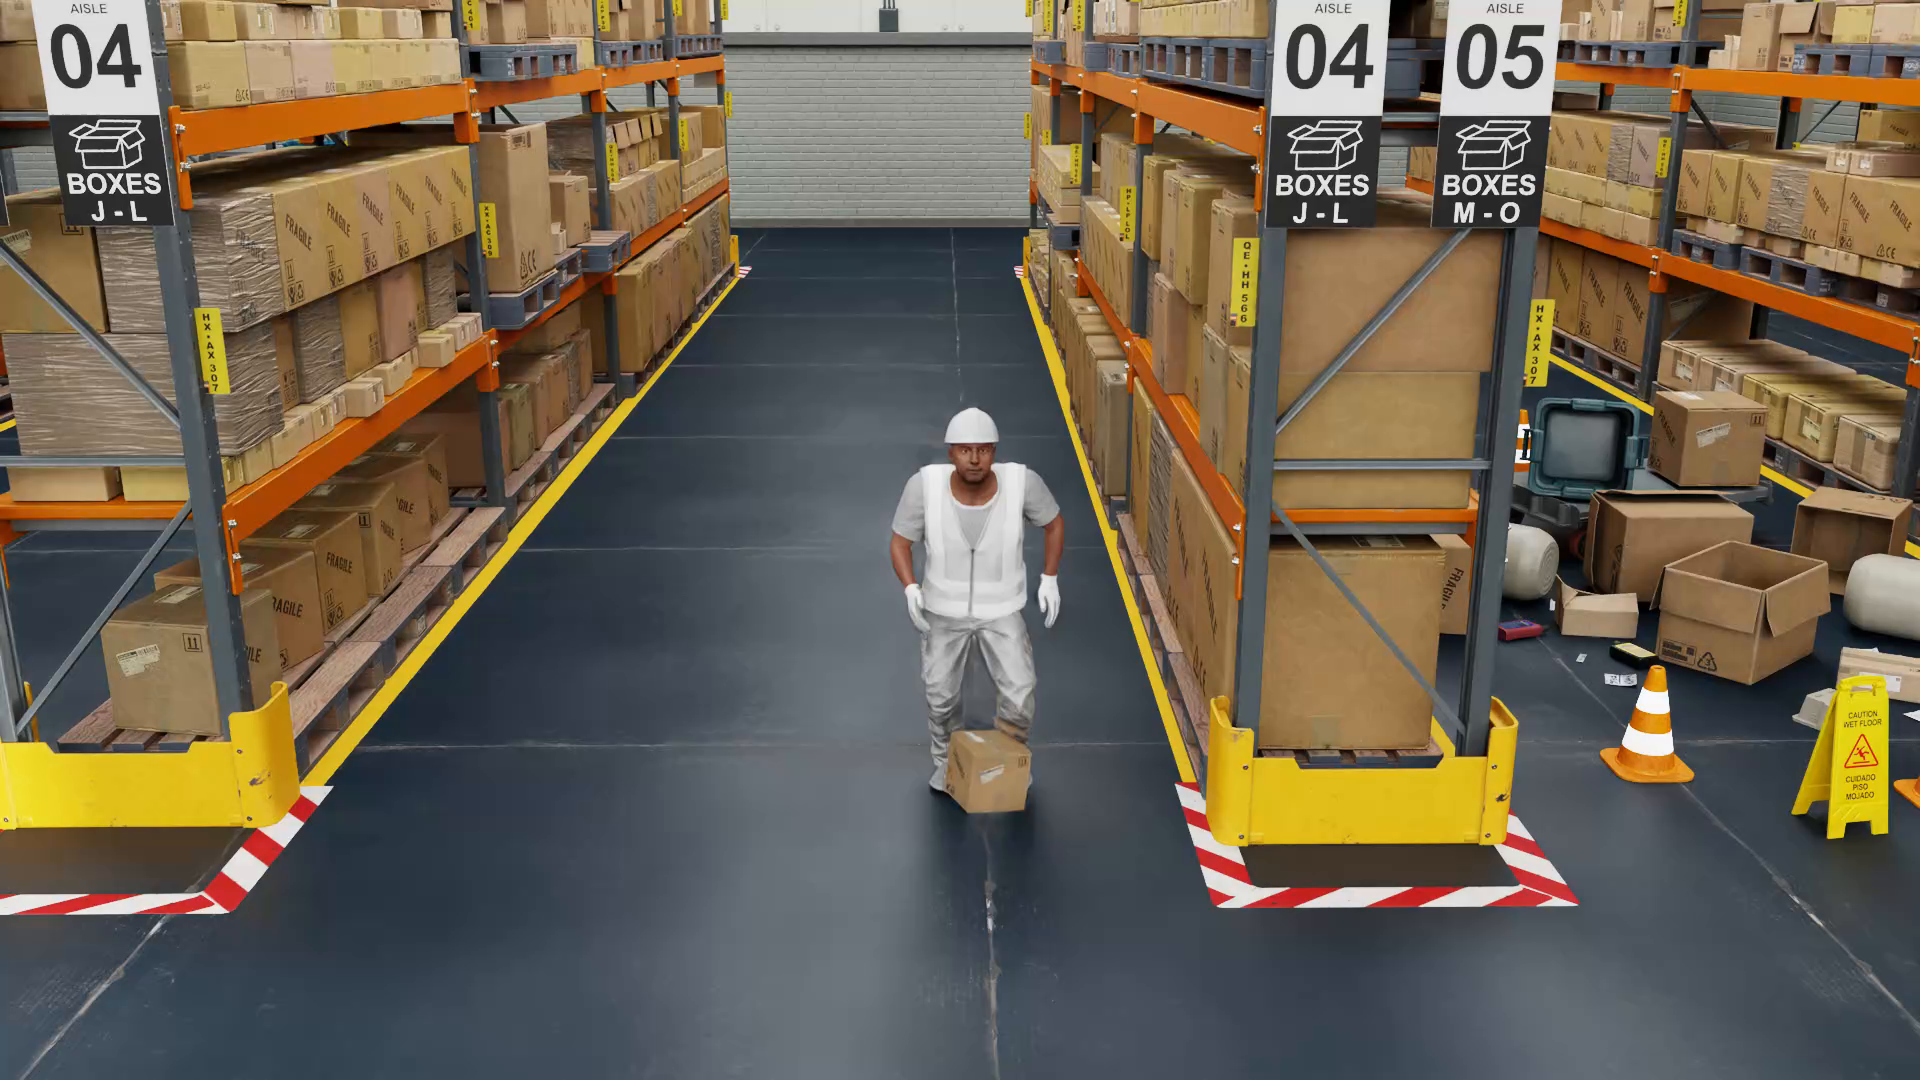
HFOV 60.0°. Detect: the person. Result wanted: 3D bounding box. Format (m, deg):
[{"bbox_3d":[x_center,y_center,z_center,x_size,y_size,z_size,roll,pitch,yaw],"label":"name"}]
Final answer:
[{"bbox_3d":[0.068,0.281,6.715,0.697,1.711,0.675,1,17,4],"label":"person"}]
